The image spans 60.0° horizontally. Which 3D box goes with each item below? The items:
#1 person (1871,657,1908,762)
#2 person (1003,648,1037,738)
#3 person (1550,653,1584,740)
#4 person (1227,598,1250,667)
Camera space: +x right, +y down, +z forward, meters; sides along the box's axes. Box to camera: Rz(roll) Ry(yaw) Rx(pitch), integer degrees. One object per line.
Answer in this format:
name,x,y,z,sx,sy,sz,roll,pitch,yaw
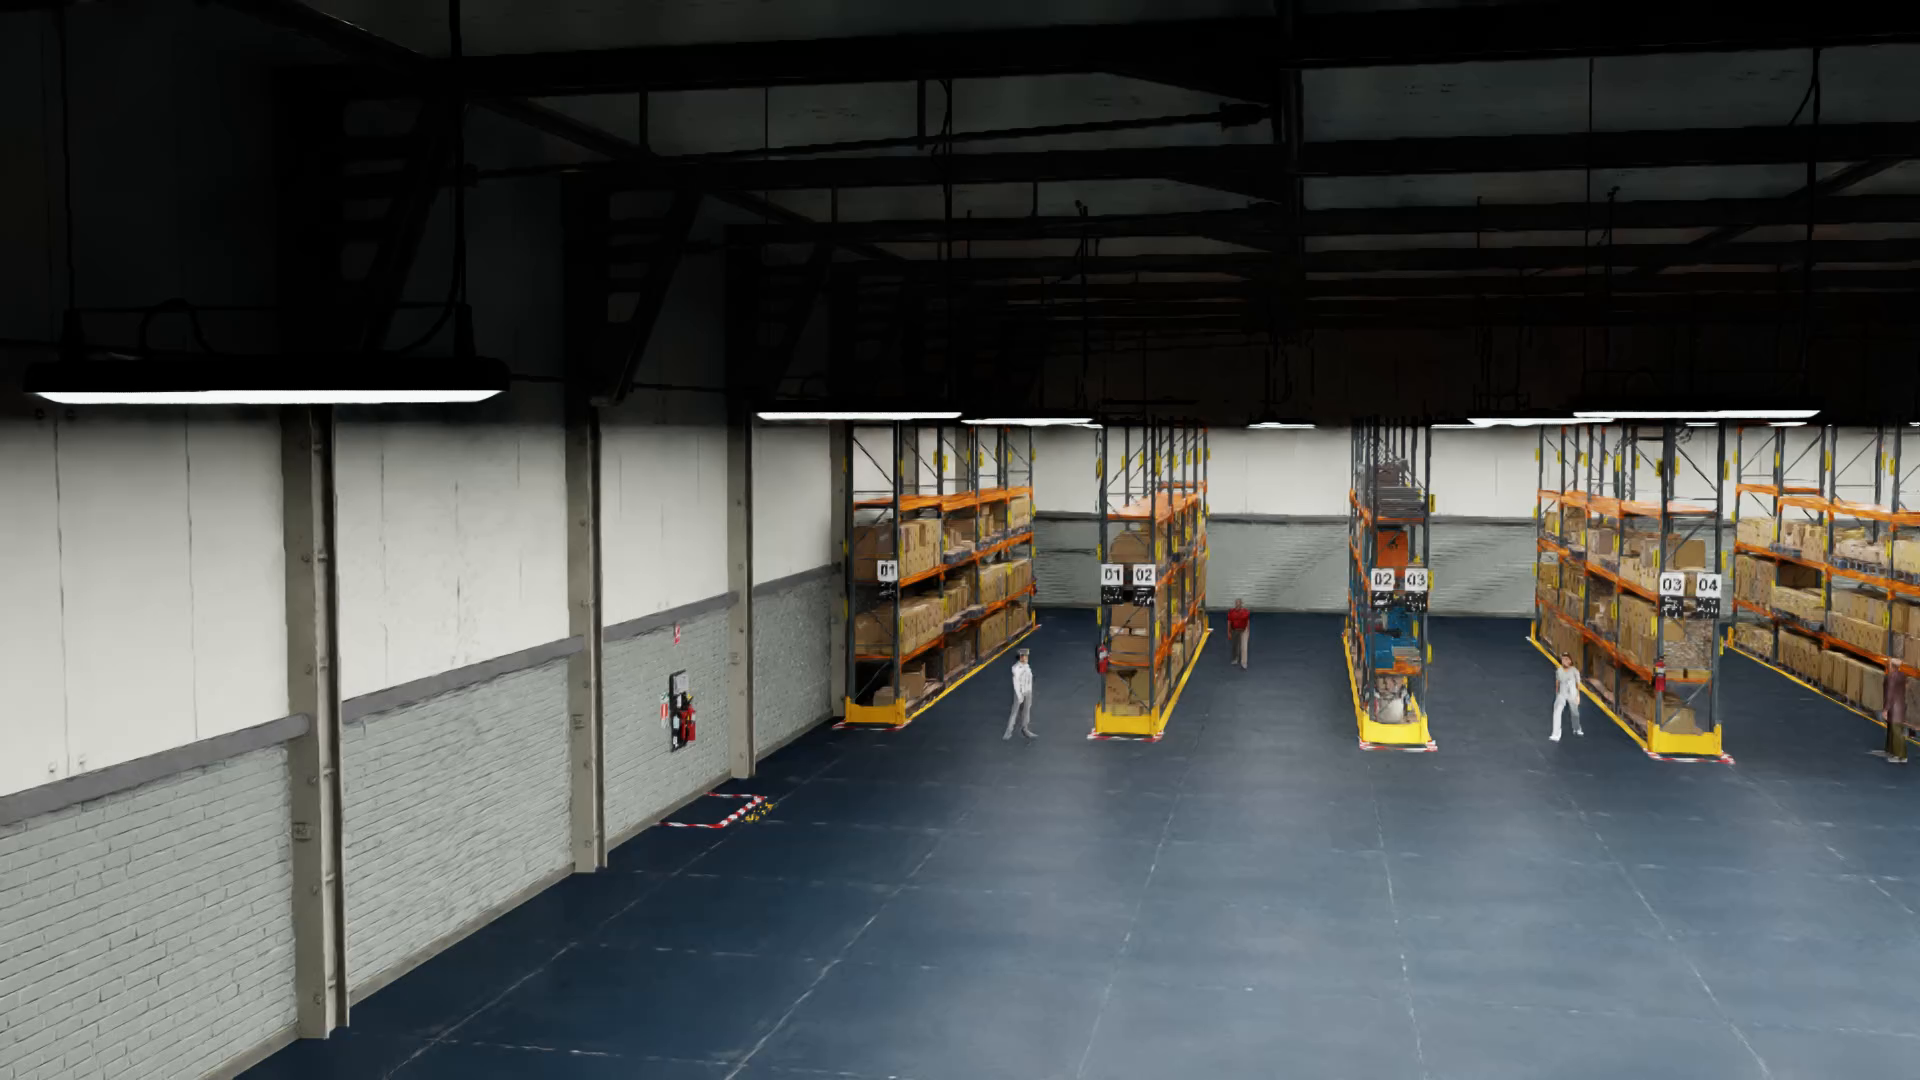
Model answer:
person,16.071,2.904,28.694,0.636,1.775,0.677,4,5,44
person,1.092,2.830,30.778,0.430,1.660,0.637,3,5,42
person,11.225,2.872,30.707,0.482,1.612,0.958,2,5,33
person,6.694,2.214,40.010,0.547,1.641,1.115,1,4,10
